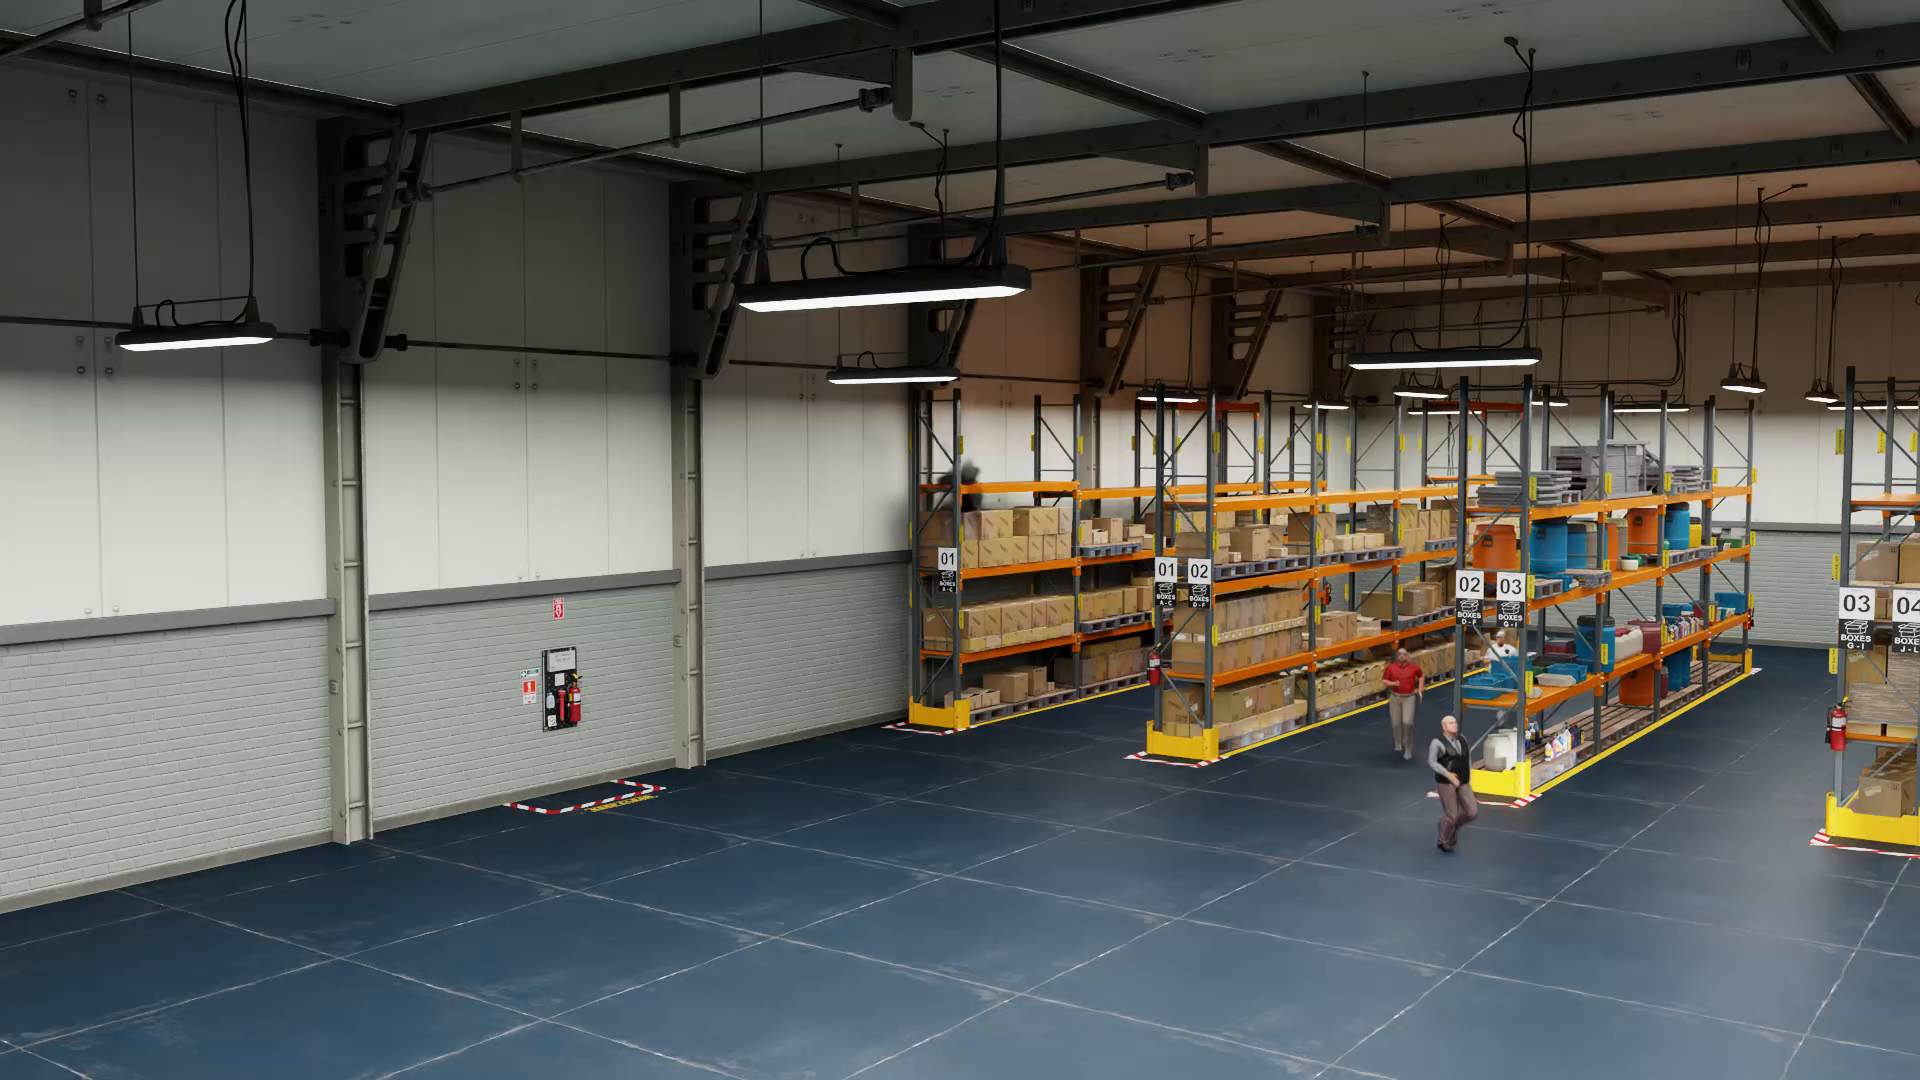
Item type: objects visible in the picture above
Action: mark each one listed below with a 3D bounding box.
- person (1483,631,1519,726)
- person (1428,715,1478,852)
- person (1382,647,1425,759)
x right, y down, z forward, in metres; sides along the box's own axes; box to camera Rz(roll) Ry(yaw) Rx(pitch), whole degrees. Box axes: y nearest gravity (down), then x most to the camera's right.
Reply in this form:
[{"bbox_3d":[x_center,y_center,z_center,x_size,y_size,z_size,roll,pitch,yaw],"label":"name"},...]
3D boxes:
[{"bbox_3d":[9.700,2.454,29.827,0.607,1.651,0.941,2,4,35],"label":"person"},{"bbox_3d":[6.079,2.997,20.433,0.672,1.681,0.532,-1,4,-22],"label":"person"},{"bbox_3d":[7.120,2.629,26.769,0.635,1.793,0.765,1,4,22],"label":"person"}]
